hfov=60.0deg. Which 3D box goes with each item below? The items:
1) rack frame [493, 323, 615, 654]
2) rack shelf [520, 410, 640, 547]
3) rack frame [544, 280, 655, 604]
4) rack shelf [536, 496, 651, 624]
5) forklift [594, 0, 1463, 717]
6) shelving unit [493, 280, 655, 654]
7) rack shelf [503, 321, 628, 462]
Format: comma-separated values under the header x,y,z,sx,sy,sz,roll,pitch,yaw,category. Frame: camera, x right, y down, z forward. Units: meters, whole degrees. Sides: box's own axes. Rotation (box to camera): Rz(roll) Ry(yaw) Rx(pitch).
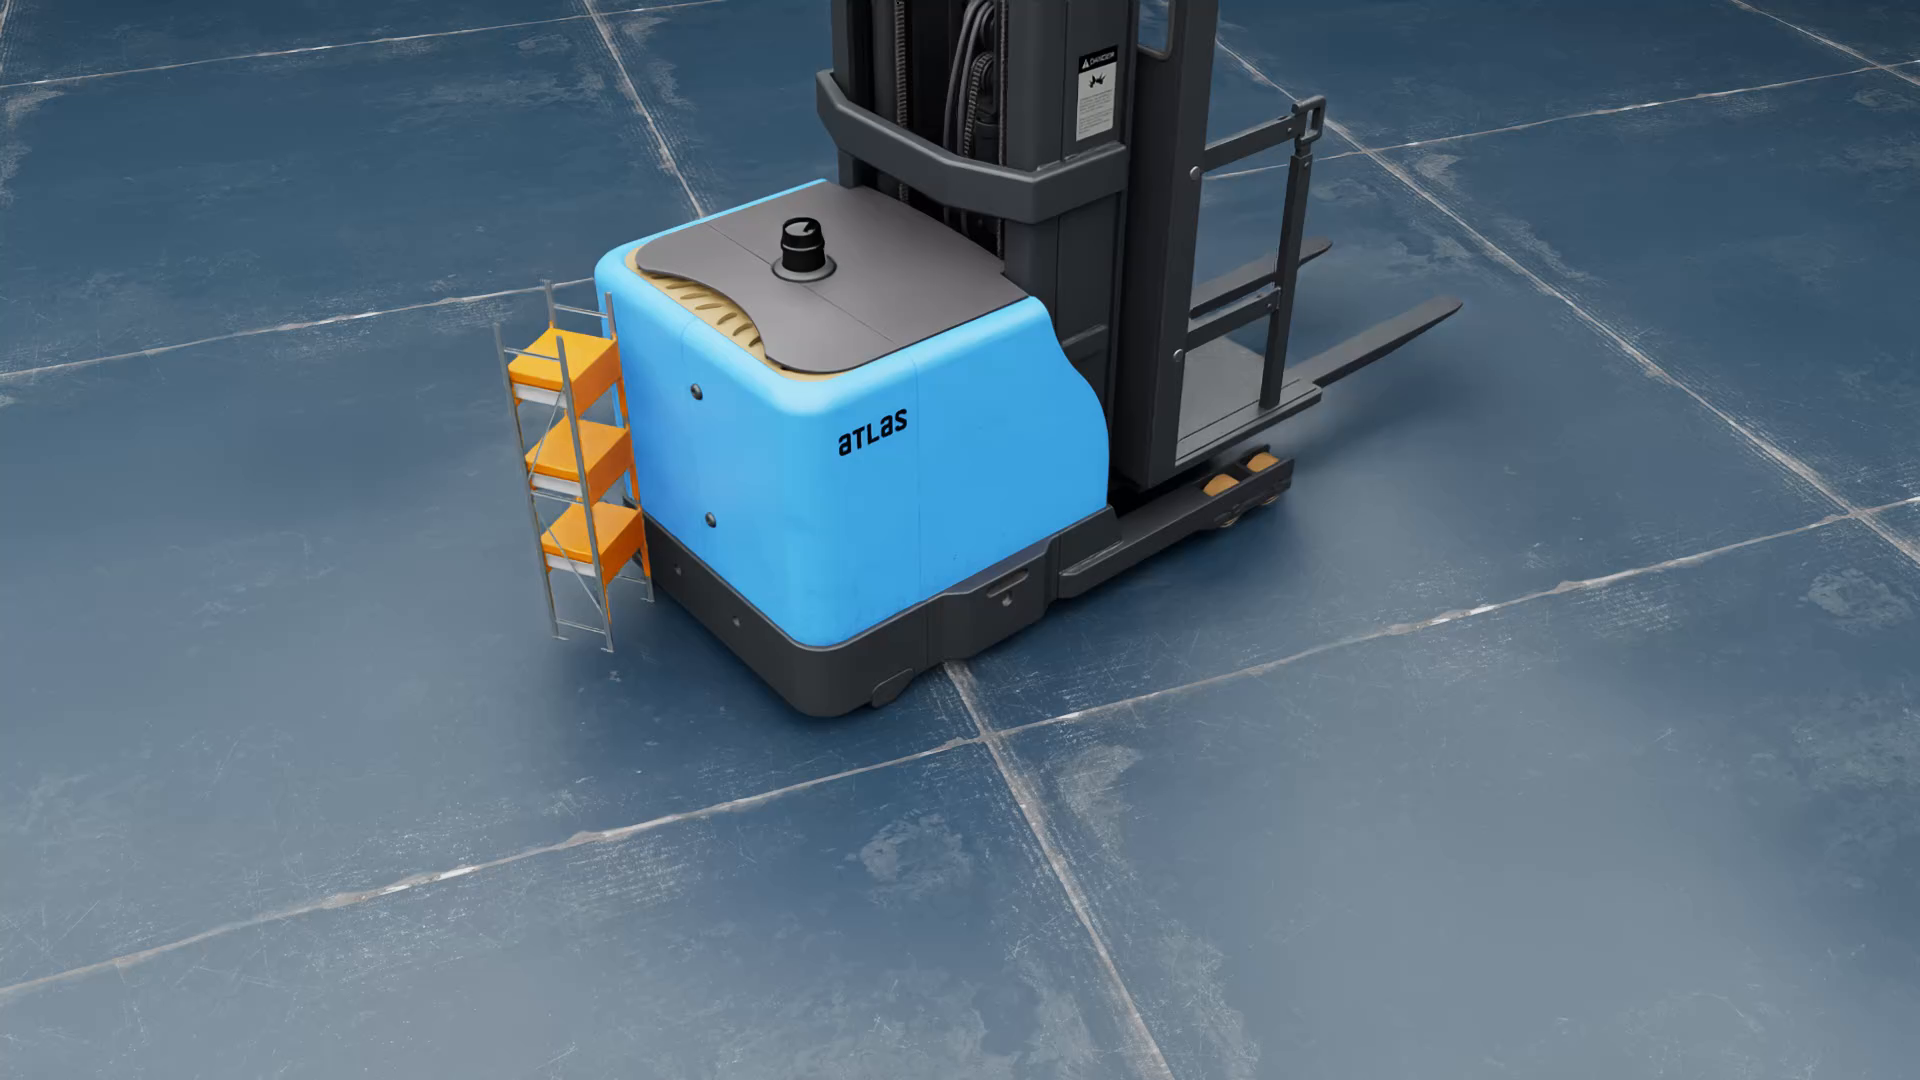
x,y,z,sx,sy,sz,roll,pitch,yaw,category
-1.095,-0.113,4.527,0.200,1.050,0.008,12,39,16,rack frame
-1.053,-0.173,4.625,0.215,0.259,0.240,12,39,16,rack shelf
-1.012,-0.251,4.710,0.200,1.050,0.008,12,39,16,rack frame
-1.053,0.049,4.792,0.215,0.259,0.240,12,39,16,rack shelf
0.450,-1.431,4.714,3.031,2.935,1.130,-27,44,-31,forklift
-1.053,-0.182,4.619,0.215,1.050,0.252,12,39,16,shelving unit
-1.053,-0.400,4.454,0.215,0.259,0.240,12,39,16,rack shelf
